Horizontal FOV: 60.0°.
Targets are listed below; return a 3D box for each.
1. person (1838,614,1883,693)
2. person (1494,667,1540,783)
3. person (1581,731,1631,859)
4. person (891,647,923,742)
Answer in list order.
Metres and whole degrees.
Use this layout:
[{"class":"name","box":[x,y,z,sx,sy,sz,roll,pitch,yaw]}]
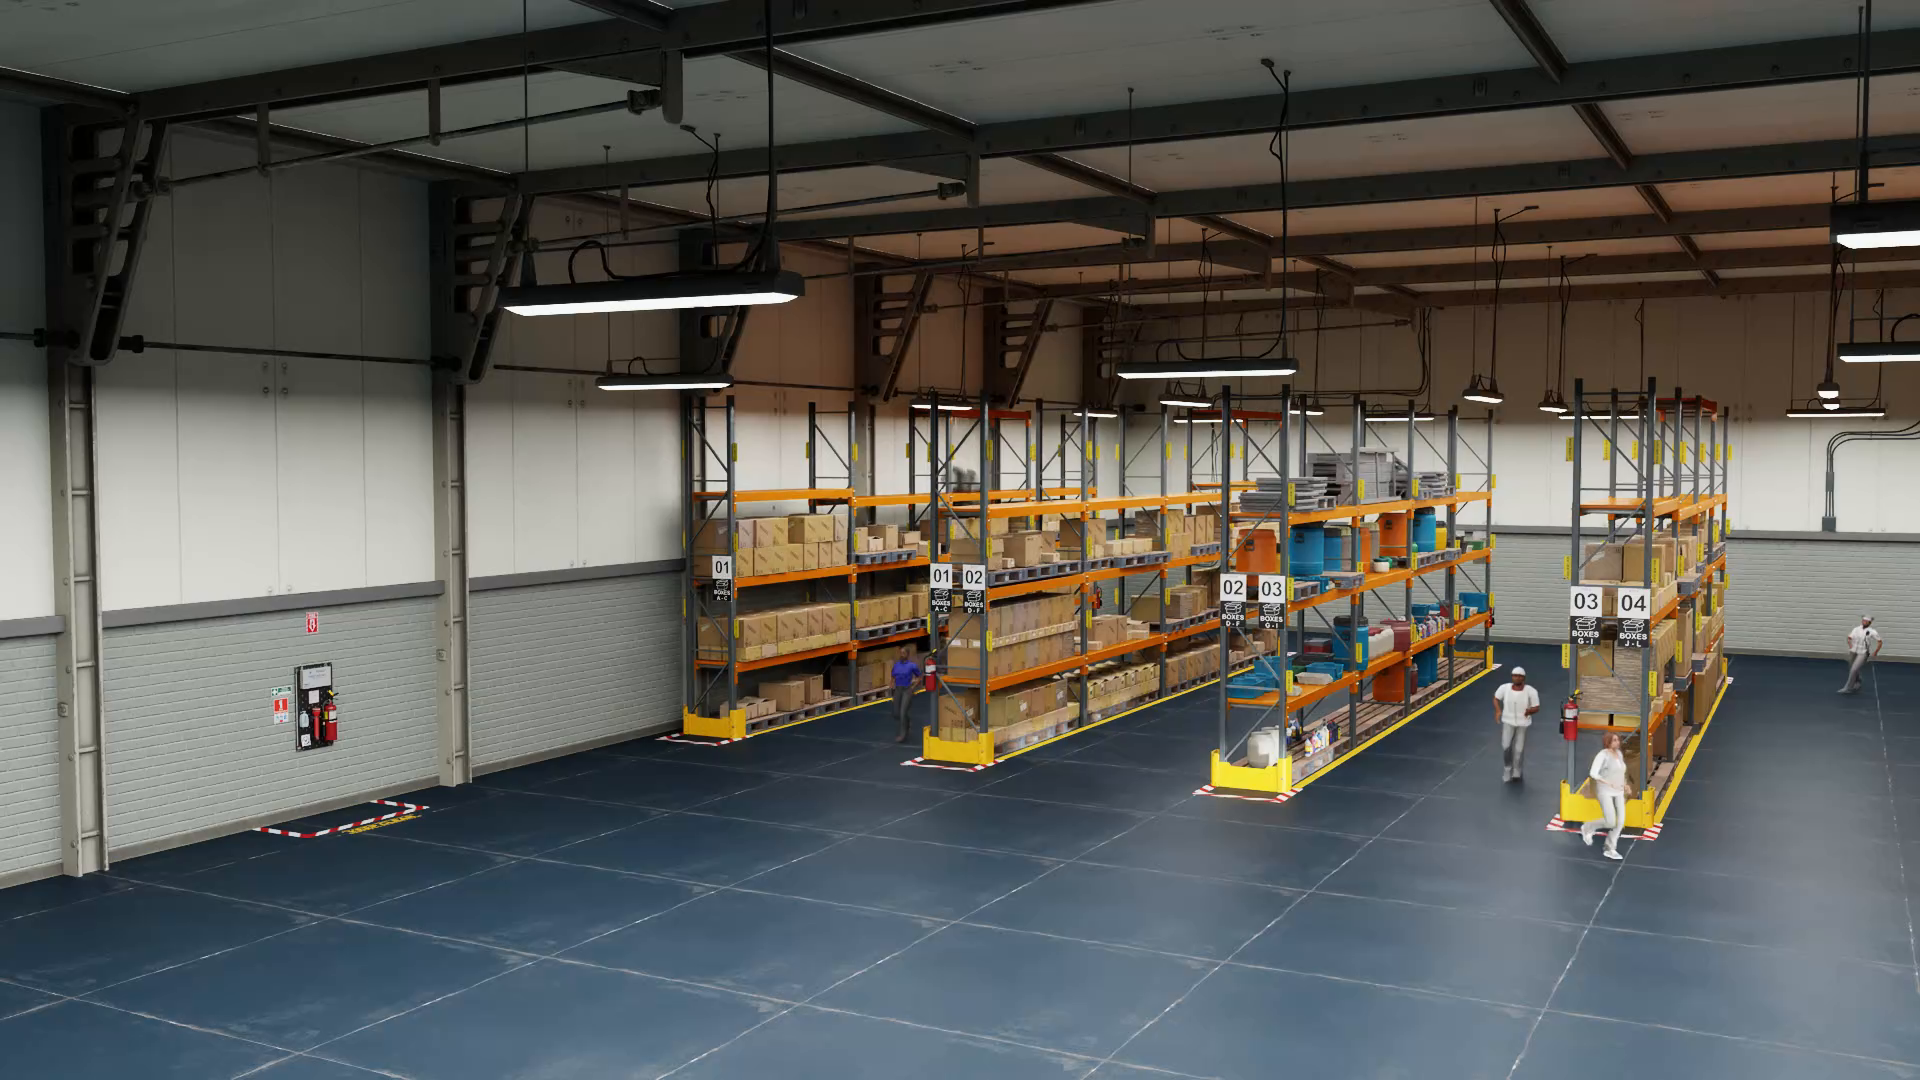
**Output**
[{"class":"person","box":[18.610,2.352,34.393,0.891,1.635,0.615,-2,4,-31]},{"class":"person","box":[8.413,2.804,25.169,0.673,1.777,0.710,1,3,21]},{"class":"person","box":[8.013,3.138,20.580,0.535,1.556,0.613,-1,3,-26]},{"class":"person","box":[-0.946,2.669,28.959,0.581,1.611,0.731,1,3,25]}]
